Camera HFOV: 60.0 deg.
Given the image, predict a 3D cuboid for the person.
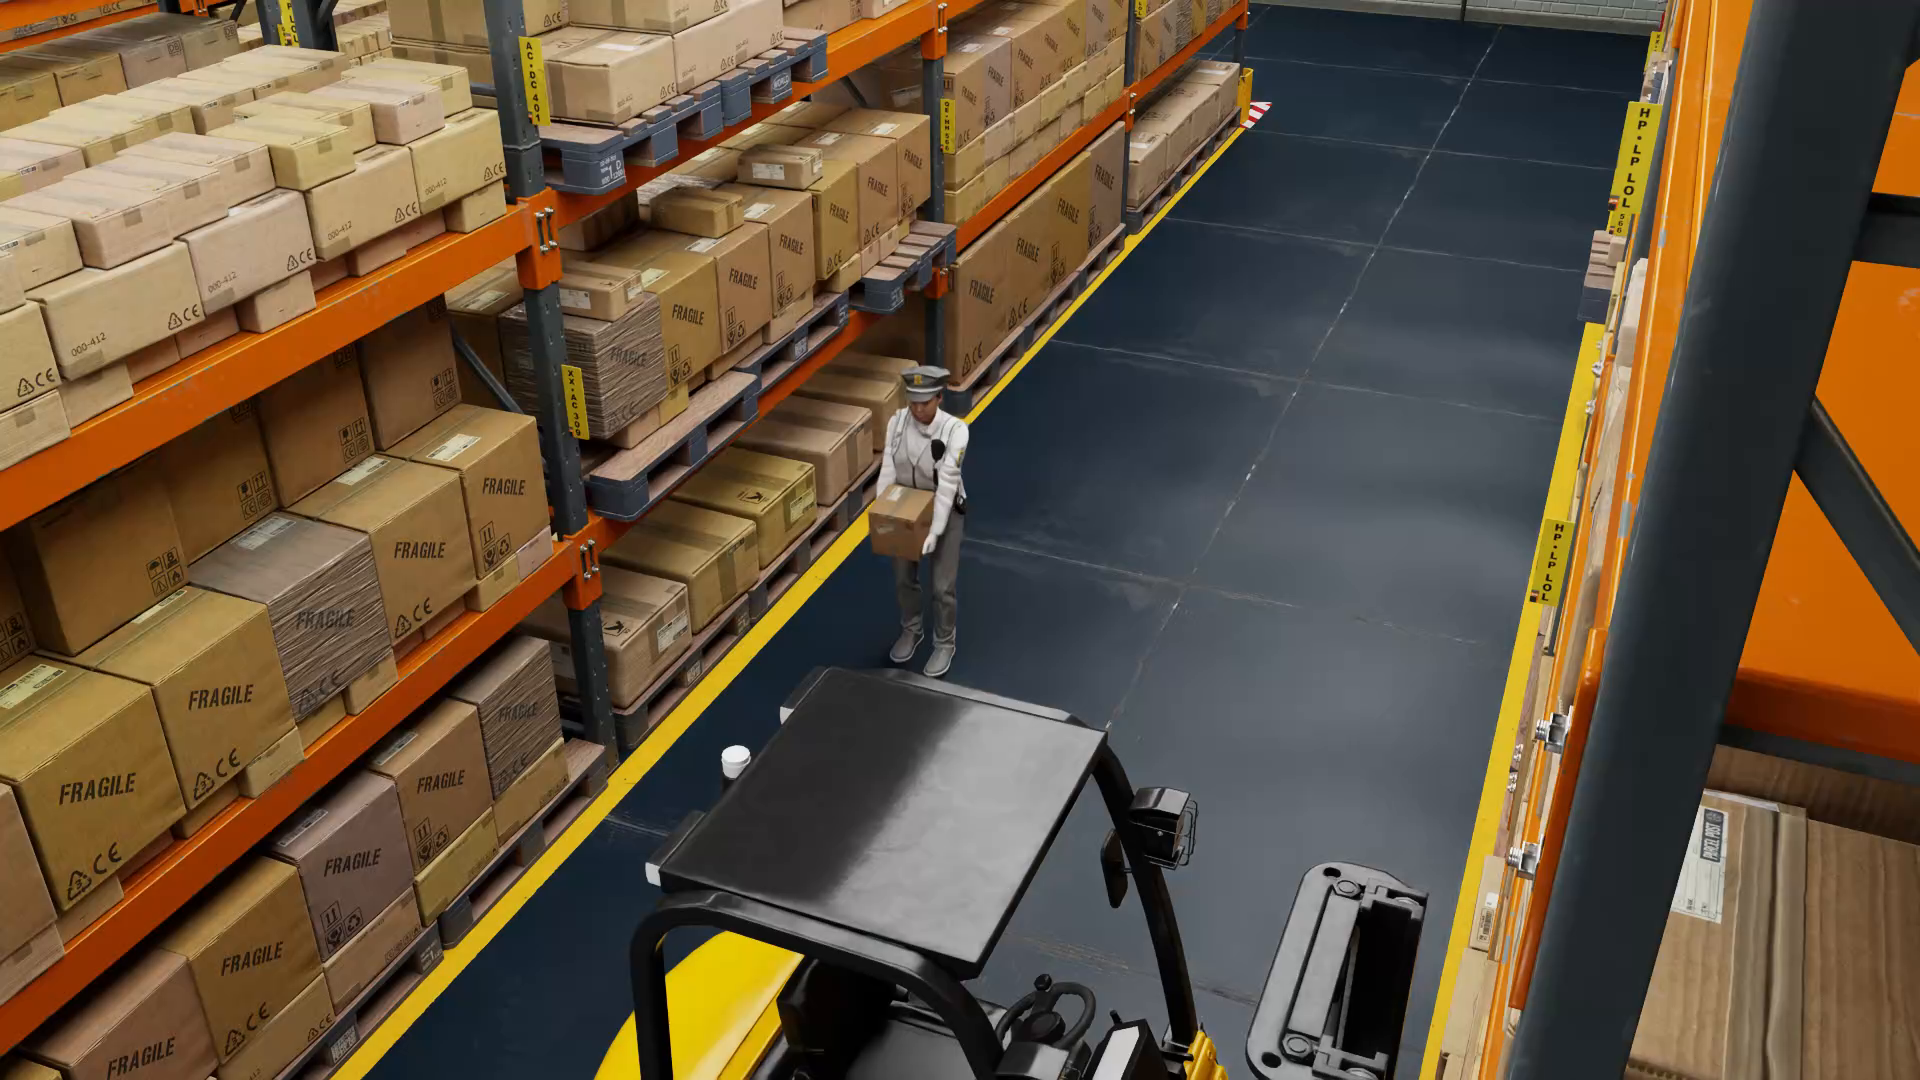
[{"bbox_3d":[-0.185,-0.088,8.279,0.416,1.674,0.535,12,32,20],"label":"person"}]
